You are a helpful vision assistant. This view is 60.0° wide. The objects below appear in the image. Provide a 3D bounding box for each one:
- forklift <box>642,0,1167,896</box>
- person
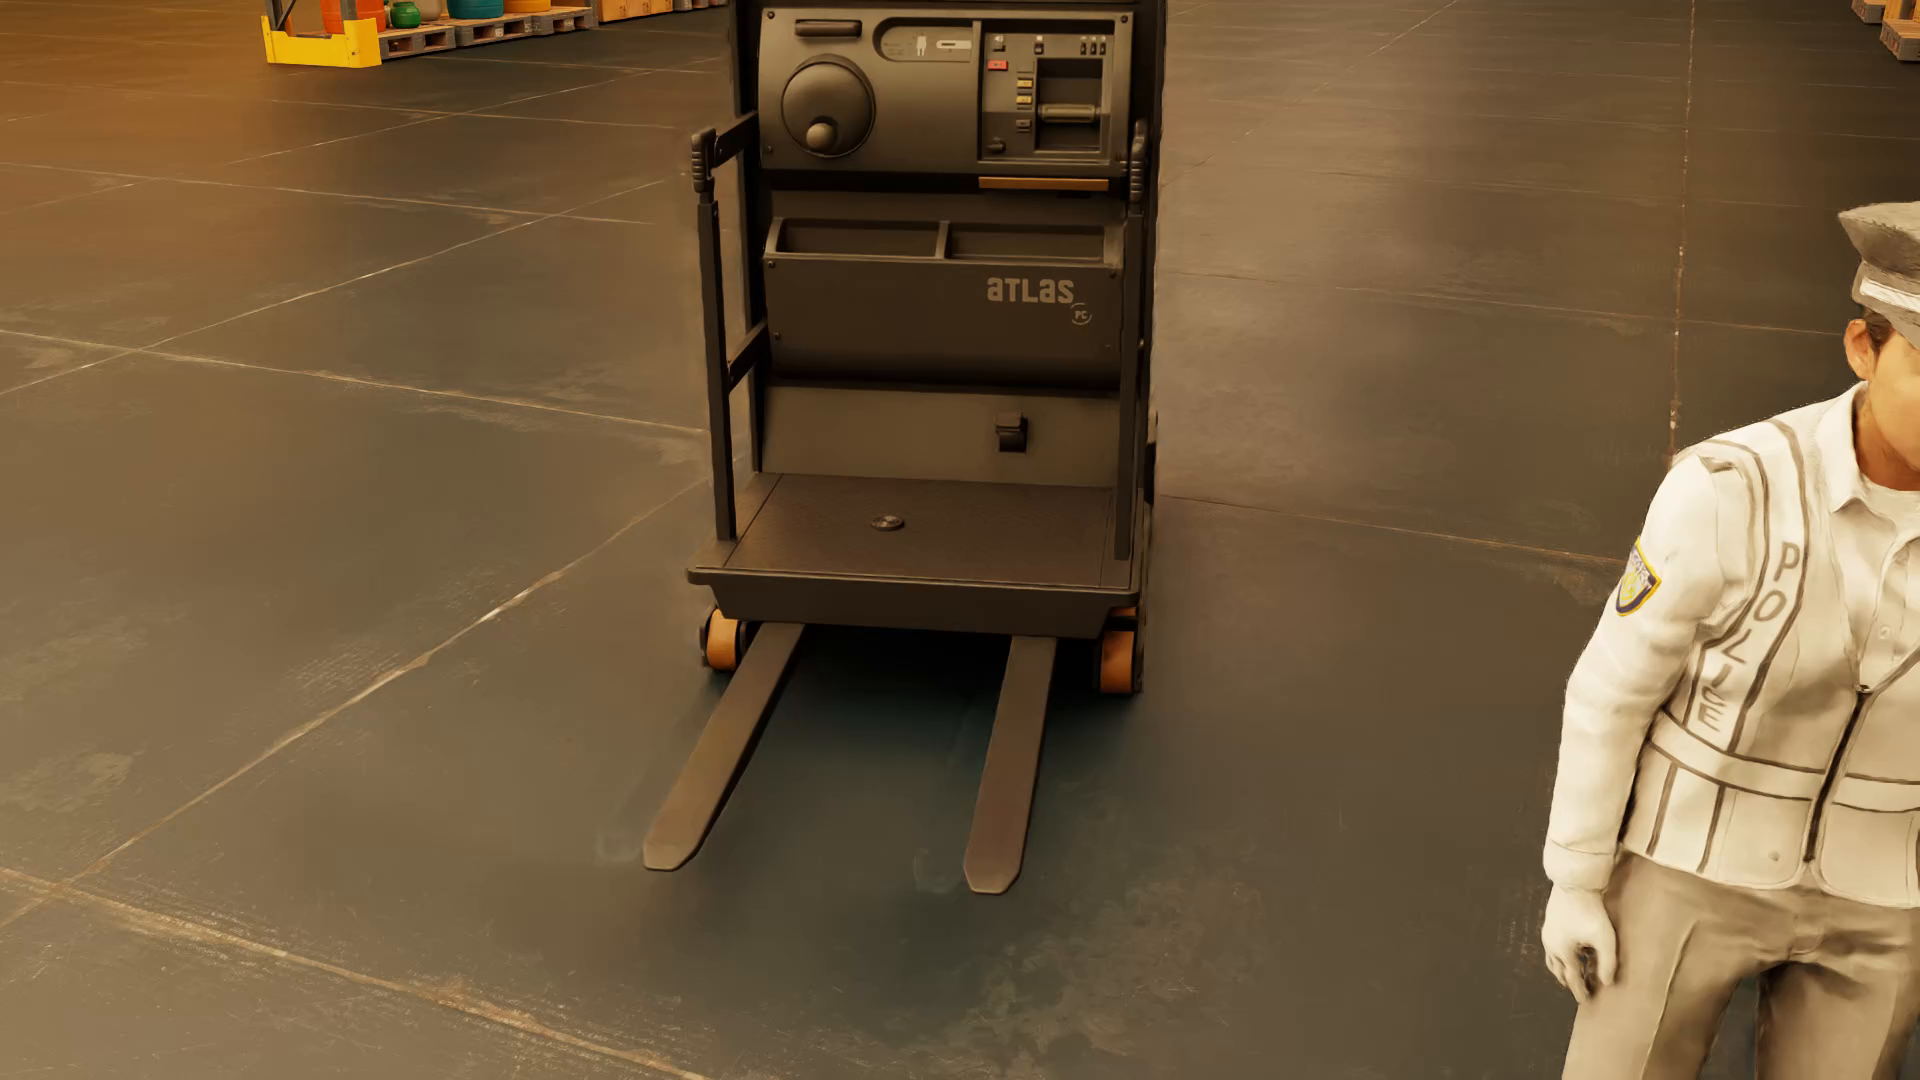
[{"bbox_3d":[-0.064,-1.106,3.937,1.130,2.935,3.031,3,23,7],"label":"forklift"},{"bbox_3d":[0.944,0.441,1.887,0.543,1.661,0.444,5,23,13],"label":"person"}]
